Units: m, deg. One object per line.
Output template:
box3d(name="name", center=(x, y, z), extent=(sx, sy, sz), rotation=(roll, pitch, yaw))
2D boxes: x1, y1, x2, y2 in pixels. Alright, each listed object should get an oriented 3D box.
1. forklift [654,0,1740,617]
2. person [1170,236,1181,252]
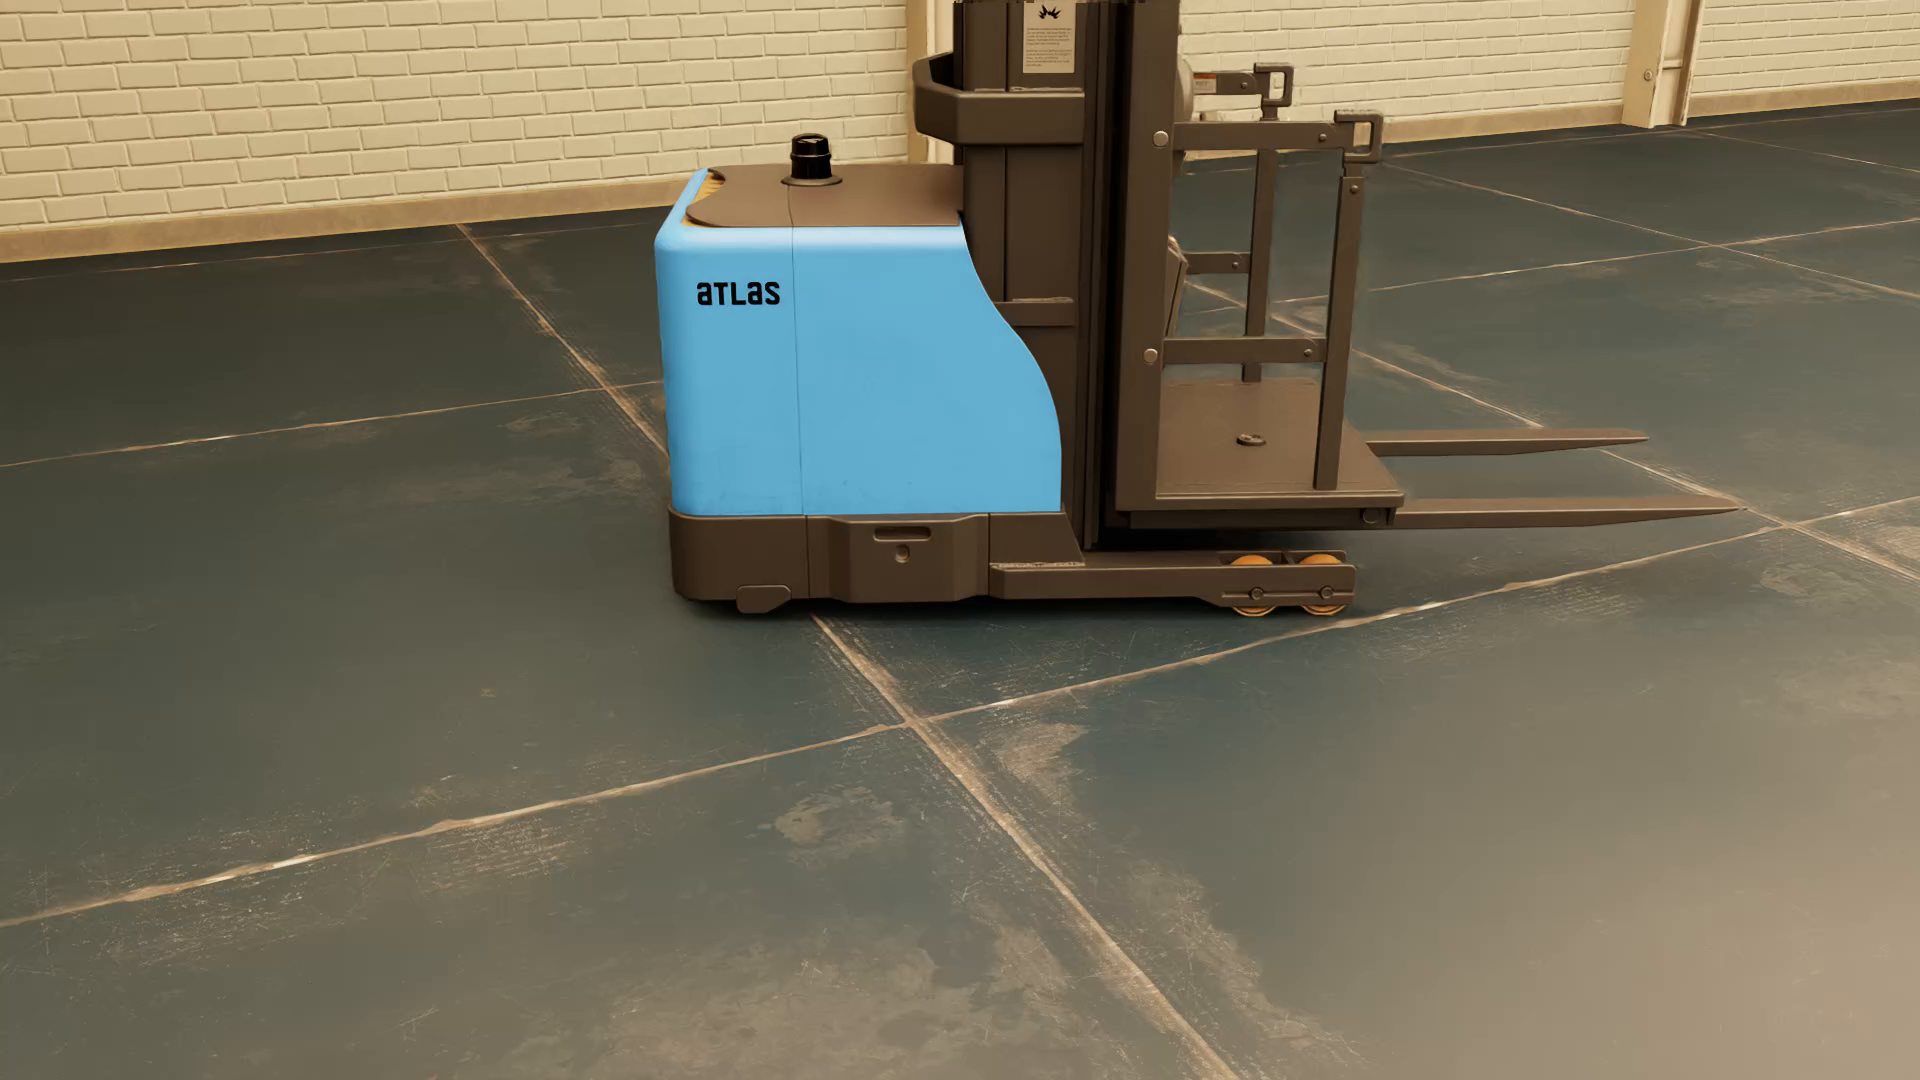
box3d(name="forklift", center=(0.703, -1.345, 4.523), extent=(3.031, 2.935, 1.130), rotation=(-1, 23, -2))
box3d(name="person", center=(0.390, -1.019, 5.355), extent=(0.570, 1.332, 0.666), rotation=(-7, 24, -16))
